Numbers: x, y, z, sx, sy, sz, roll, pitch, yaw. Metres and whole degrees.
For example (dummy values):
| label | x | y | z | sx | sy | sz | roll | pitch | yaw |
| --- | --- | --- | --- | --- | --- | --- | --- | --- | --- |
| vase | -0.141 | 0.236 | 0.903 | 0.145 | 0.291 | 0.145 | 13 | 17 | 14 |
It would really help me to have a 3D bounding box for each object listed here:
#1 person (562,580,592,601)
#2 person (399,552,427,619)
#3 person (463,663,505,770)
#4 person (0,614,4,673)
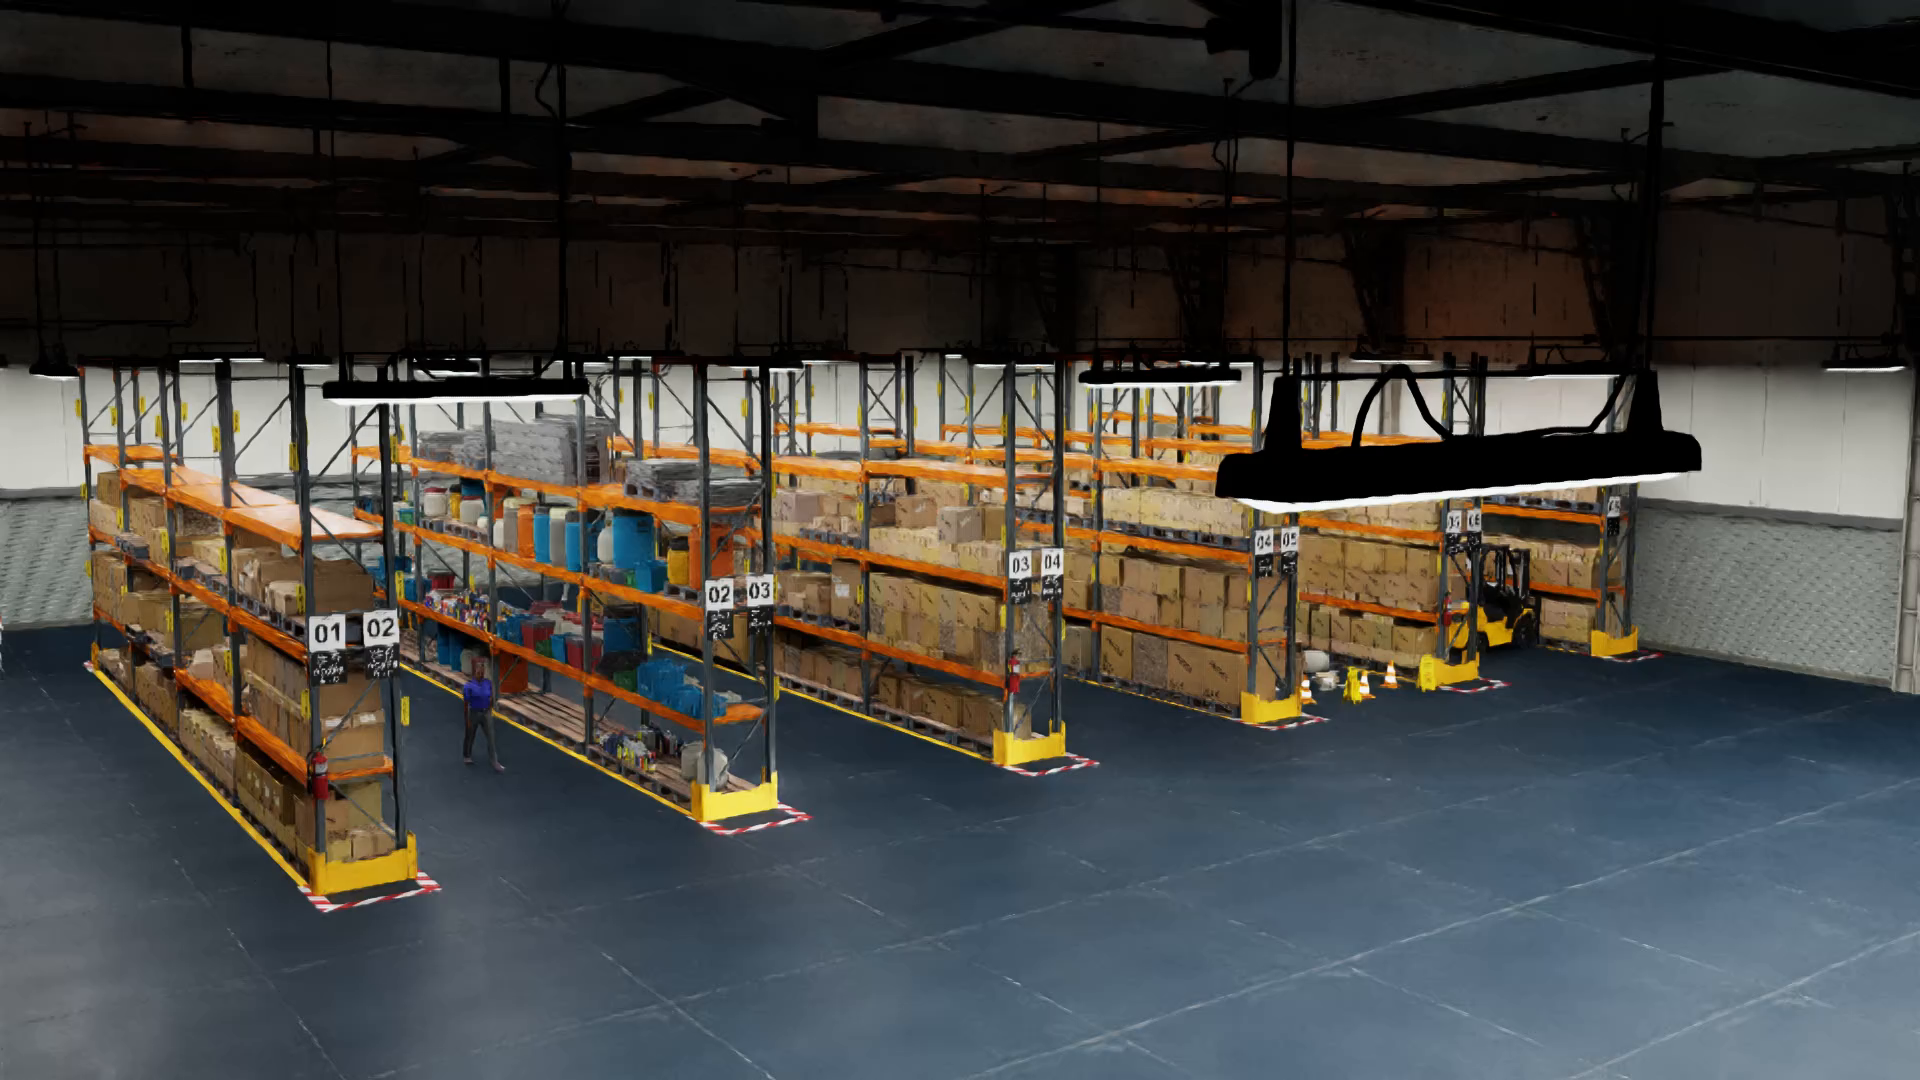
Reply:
| label | x | y | z | sx | sy | sz | roll | pitch | yaw |
| --- | --- | --- | --- | --- | --- | --- | --- | --- | --- |
| person | -9.253 | 0.668 | 40.112 | 0.771 | 1.613 | 0.640 | 5 | 8 | 34 |
| person | -12.375 | 1.023 | 37.428 | 0.412 | 1.533 | 0.955 | -6 | 9 | -43 |
| person | -7.083 | 2.573 | 24.469 | 0.447 | 1.574 | 1.088 | -4 | 8 | -33 |
| person | -18.469 | 1.649 | 31.546 | 0.553 | 1.706 | 1.123 | -4 | 8 | -33 |
